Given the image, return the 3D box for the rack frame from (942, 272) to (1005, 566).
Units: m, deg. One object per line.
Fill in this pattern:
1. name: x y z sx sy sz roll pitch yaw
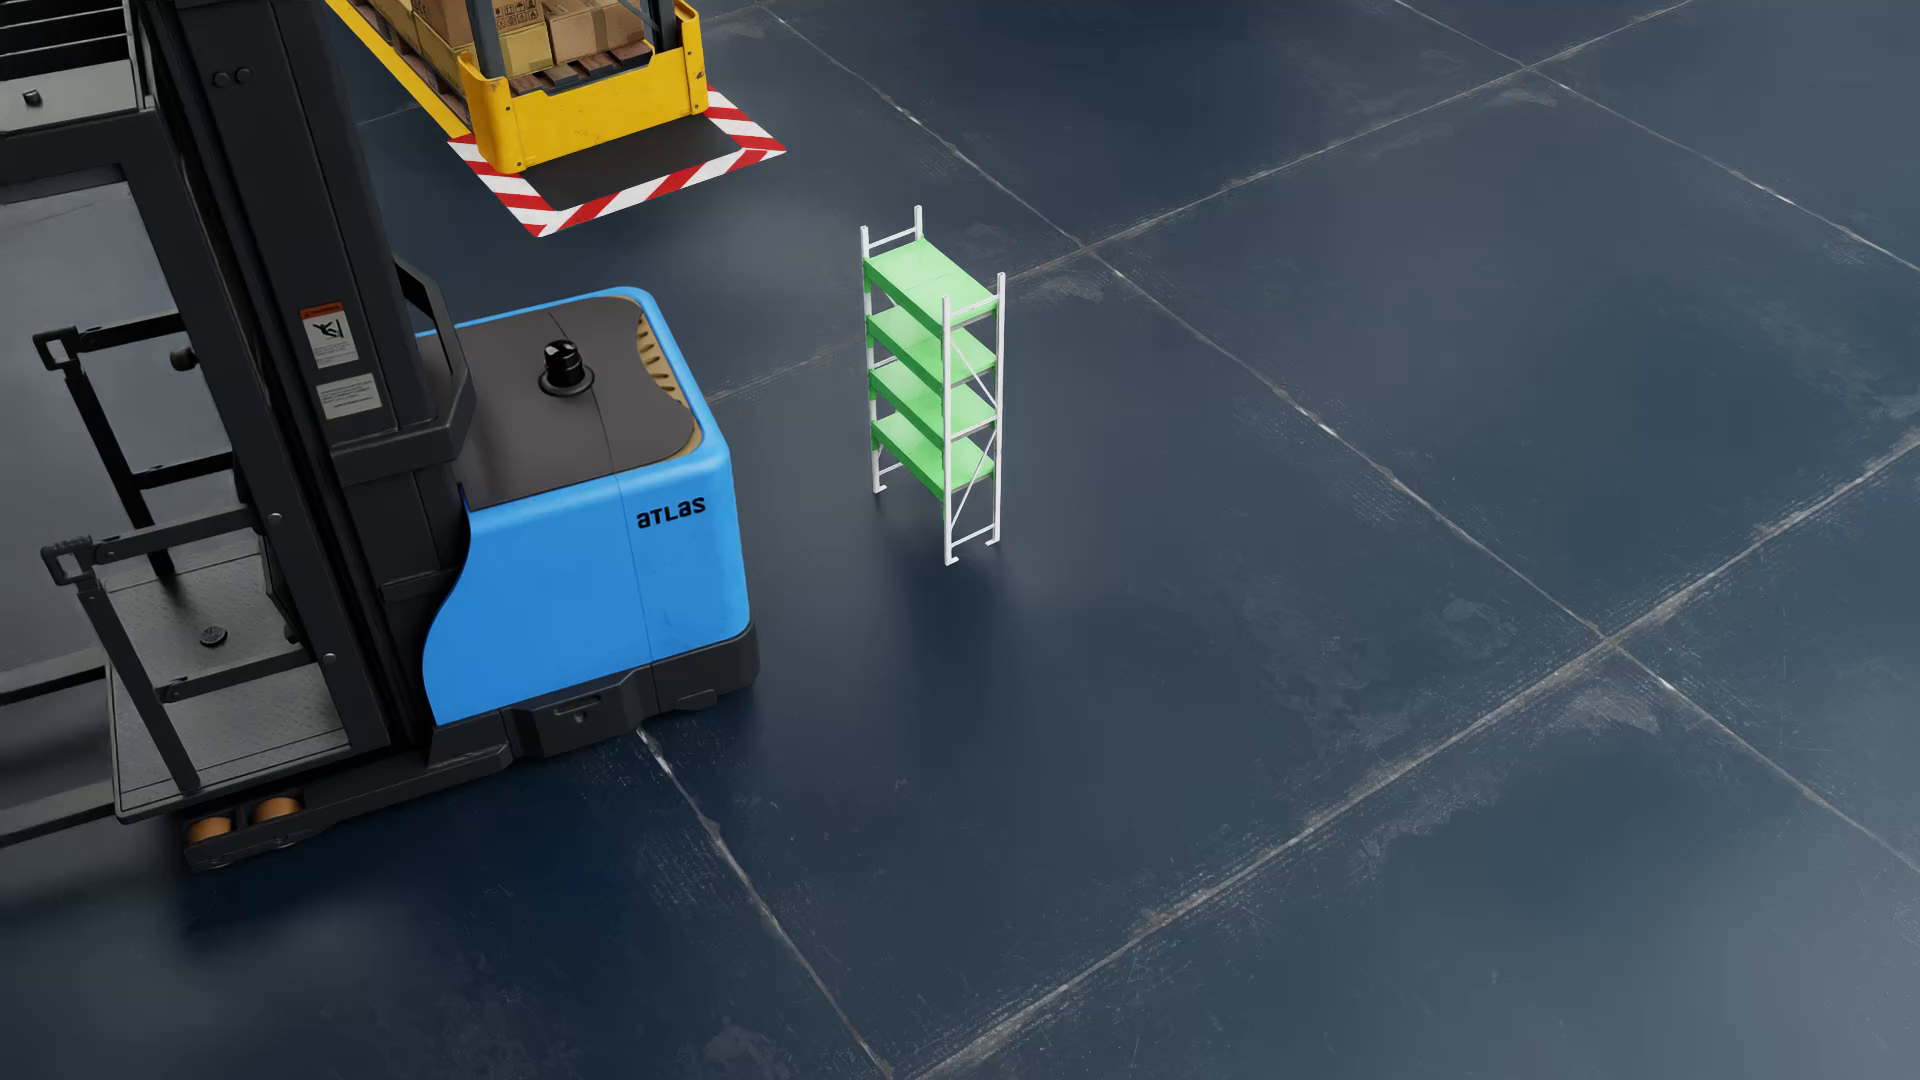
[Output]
1. rack frame: 0.045 -0.390 5.789 0.240 1.200 0.015 -26 49 -24

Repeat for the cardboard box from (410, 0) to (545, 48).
1. cardboard box: -2.414 -2.809 8.164 0.500 0.500 0.500 -26 49 -24

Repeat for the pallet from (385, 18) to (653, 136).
1. pallet: -2.335 -2.602 8.823 1.003 0.211 1.213 -26 49 -24

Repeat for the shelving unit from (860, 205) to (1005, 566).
1. shelving unit: -0.095 -0.528 5.934 0.258 1.200 0.503 -26 49 -24

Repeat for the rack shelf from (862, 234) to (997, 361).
1. rack shelf: -0.095 -0.829 5.647 0.258 0.148 0.480 -26 49 -24

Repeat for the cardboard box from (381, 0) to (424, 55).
1. cardboard box: -2.708 -2.817 8.716 0.500 0.250 0.500 -26 49 -24

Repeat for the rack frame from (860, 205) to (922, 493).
1. rack frame: -0.234 -0.666 6.079 0.240 1.200 0.015 -26 49 -24

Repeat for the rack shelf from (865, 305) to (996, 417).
1. rack shelf: -0.095 -0.655 5.812 0.258 0.148 0.480 -26 49 -24

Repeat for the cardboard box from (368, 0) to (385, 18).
1. cardboard box: -2.996 -3.099 9.012 0.500 0.250 0.500 -26 49 -24

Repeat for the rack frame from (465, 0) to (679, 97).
1. rack frame: -1.863 -3.194 7.424 1.000 3.000 0.127 -26 49 -24

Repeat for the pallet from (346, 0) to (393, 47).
1. pallet: -3.029 -3.293 9.546 1.003 0.211 1.213 -26 49 -24

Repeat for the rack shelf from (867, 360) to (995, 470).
1. rack shelf: -0.095 -0.482 5.978 0.258 0.148 0.480 -26 49 -24

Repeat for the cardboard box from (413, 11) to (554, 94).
1. cardboard box: -2.413 -2.539 8.424 0.500 0.250 0.500 -26 49 -24

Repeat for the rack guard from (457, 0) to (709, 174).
1. rack guard: -1.850 -2.276 8.273 1.175 0.500 0.348 -26 49 -24

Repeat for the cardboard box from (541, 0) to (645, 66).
1. cardboard box: -1.988 -2.743 8.638 0.500 0.250 0.500 -26 49 -24

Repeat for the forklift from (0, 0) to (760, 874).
1. forklift: -2.249 -0.455 4.604 3.031 2.935 1.130 -16 46 -16

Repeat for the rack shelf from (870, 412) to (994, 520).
1. rack shelf: -0.095 -0.308 6.144 0.258 0.148 0.480 -26 49 -24
